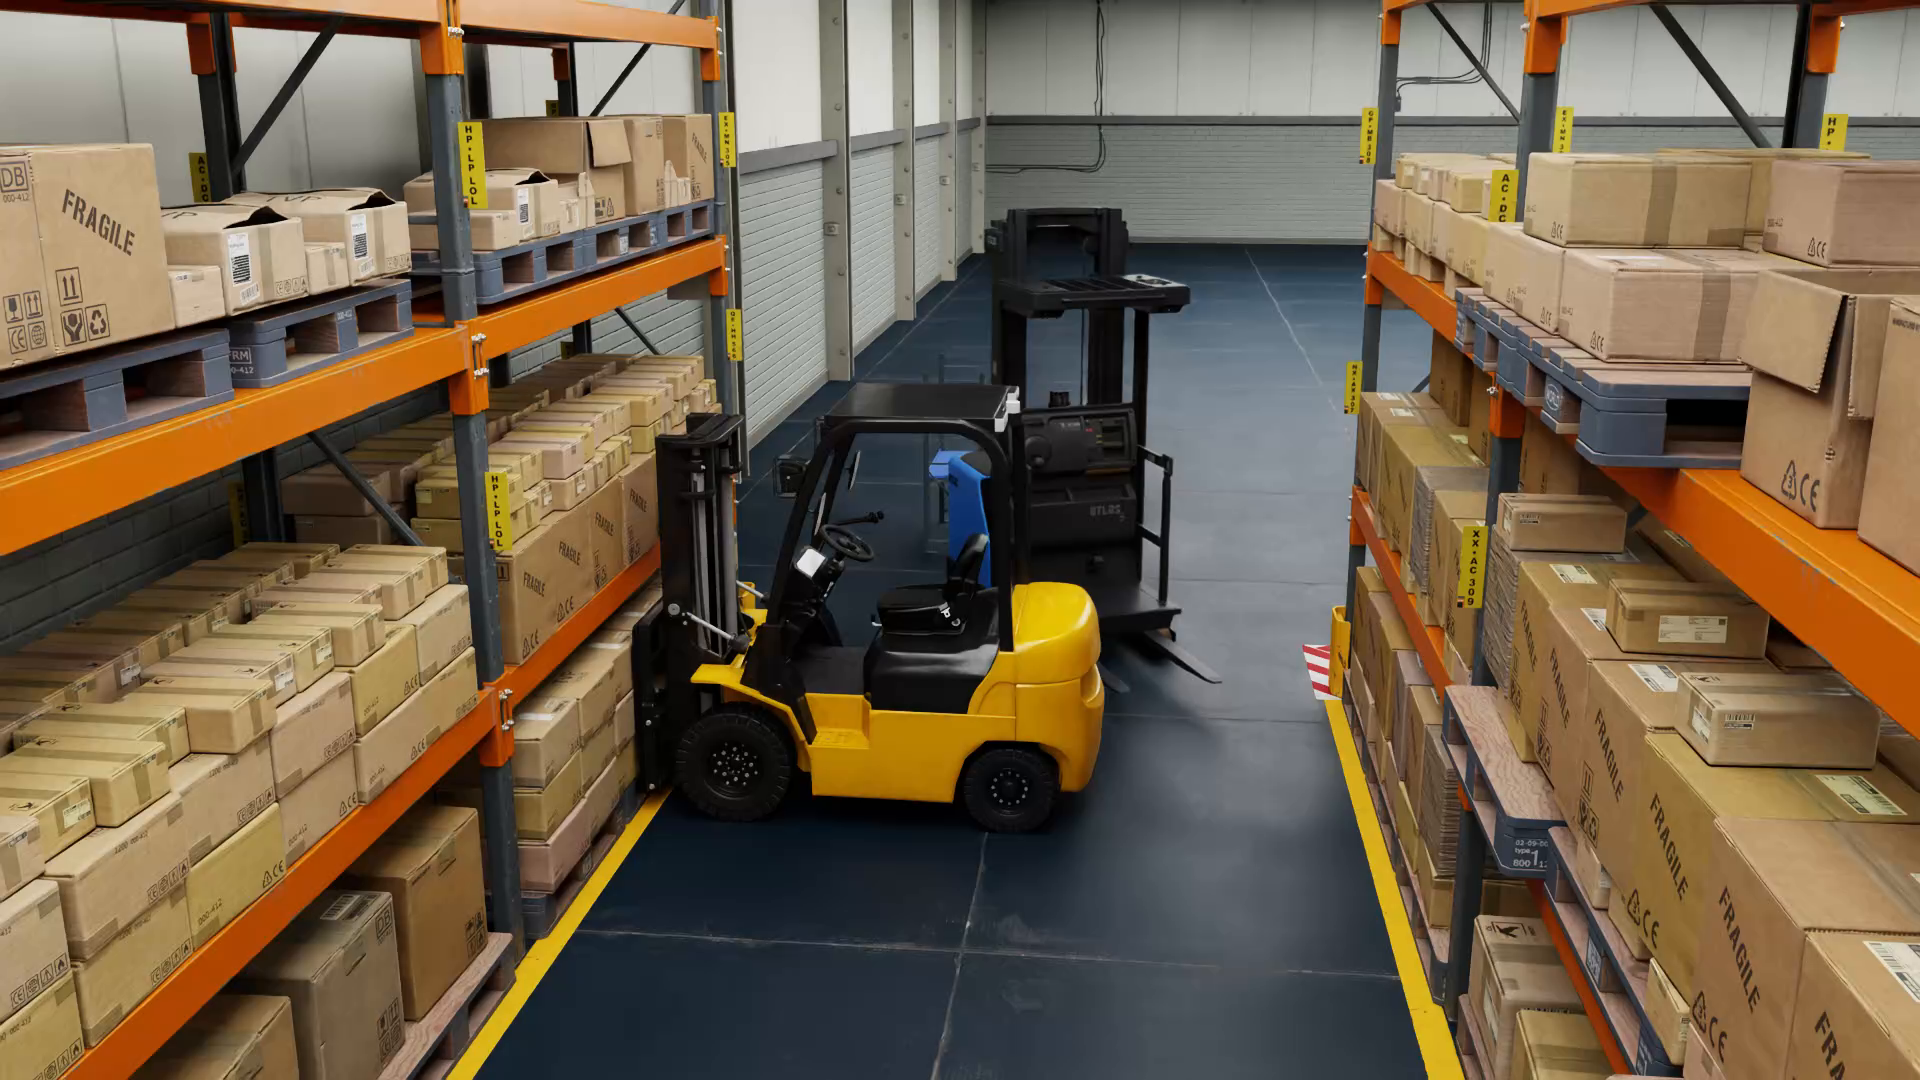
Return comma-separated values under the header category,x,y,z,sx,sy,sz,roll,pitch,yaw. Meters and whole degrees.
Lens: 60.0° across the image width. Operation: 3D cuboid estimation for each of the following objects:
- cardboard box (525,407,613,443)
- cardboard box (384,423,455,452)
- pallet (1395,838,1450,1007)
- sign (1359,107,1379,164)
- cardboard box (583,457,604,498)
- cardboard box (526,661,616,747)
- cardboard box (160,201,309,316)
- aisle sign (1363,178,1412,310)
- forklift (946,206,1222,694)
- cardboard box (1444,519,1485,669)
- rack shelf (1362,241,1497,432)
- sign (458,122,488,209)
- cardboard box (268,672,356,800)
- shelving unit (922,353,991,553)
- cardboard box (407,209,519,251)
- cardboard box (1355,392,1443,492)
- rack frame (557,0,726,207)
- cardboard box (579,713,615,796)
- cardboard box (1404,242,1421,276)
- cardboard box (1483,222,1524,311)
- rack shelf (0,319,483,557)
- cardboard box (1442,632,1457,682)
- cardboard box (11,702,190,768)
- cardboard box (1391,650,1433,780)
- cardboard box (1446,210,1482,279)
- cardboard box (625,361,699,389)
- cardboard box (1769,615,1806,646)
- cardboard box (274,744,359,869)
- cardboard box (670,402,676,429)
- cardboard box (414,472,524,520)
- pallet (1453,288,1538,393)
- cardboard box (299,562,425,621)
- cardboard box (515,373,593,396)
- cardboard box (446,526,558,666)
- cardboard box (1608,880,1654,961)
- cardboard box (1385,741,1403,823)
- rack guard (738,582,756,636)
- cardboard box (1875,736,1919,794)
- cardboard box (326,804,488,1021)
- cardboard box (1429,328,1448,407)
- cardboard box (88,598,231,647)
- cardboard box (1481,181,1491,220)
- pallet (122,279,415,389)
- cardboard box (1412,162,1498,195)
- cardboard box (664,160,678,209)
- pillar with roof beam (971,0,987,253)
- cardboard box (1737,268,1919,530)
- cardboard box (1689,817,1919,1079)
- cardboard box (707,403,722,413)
category,x,y,z,sx,sy,sz,roll,pitch,yaw
cardboard box,-2.017,-0.590,8.593,0.380,0.149,0.250,2,15,6
cardboard box,-2.588,-0.472,8.158,0.380,0.149,0.250,1,15,5
pallet,2.548,1.707,7.446,1.003,0.211,1.213,2,15,6
sign,2.420,-2.387,9.824,0.100,0.325,0.005,2,15,6
cardboard box,-1.966,-0.311,8.132,0.380,0.149,0.250,2,15,6
cardboard box,-1.991,0.784,8.064,0.500,0.250,0.500,2,15,6
cardboard box,-2.351,-0.871,5.066,0.500,0.311,0.500,1,15,4
aisle sign,2.658,-1.782,10.024,0.394,0.787,0.004,2,15,6
forklift,0.824,-0.688,11.090,1.130,2.935,3.031,-5,16,-17
cardboard box,2.310,0.221,6.835,0.500,0.500,0.500,1,15,5
rack shelf,2.733,-1.084,8.054,1.077,0.370,4.000,2,15,6
sign,-1.885,-1.445,6.421,0.100,0.325,0.005,2,15,6
cardboard box,-2.341,0.623,5.442,0.500,0.250,0.500,2,15,7
shelving unit,0.010,-0.746,14.048,0.538,1.500,1.048,2,15,6
cardboard box,-2.073,-1.295,6.942,0.380,0.149,0.250,2,15,7
cardboard box,2.630,-0.579,9.794,0.500,0.500,0.500,1,15,5
rack frame,-1.974,-3.543,10.024,1.000,3.000,0.127,2,15,6
cardboard box,-2.009,1.027,8.123,0.500,0.250,0.500,2,15,6
cardboard box,2.457,-1.417,8.389,0.380,0.149,0.250,2,15,7
cardboard box,2.043,-0.903,5.490,0.500,0.250,0.500,1,15,5
rack shelf,-2.651,-0.191,4.755,1.077,0.370,4.000,2,15,6
cardboard box,2.262,0.500,7.048,0.380,0.149,0.250,2,15,8
cardboard box,-2.479,0.587,4.809,0.380,0.149,0.250,2,15,6
cardboard box,2.420,0.873,8.214,0.500,0.500,0.500,3,15,9
cardboard box,2.346,-1.237,6.961,0.500,0.250,0.500,1,15,5
cardboard box,-1.802,-0.988,10.065,0.380,0.149,0.250,2,15,6
cardboard box,2.607,0.205,4.847,0.380,0.149,0.250,1,15,4
cardboard box,-2.360,0.860,5.523,0.500,0.250,0.500,2,15,7
cardboard box,-1.863,-0.713,9.620,0.380,0.149,0.250,2,15,6
cardboard box,-2.094,-0.188,7.108,0.380,0.149,0.250,2,15,7
pallet,2.332,-0.664,5.486,1.213,0.211,1.003,2,15,6
cardboard box,-2.254,0.192,6.272,0.380,0.149,0.250,1,15,5
cardboard box,-2.345,-0.871,9.634,0.380,0.149,0.250,2,15,7
cardboard box,-2.115,0.235,7.355,0.500,0.500,0.500,1,15,5
cardboard box,1.955,0.996,4.410,0.380,0.149,0.250,1,15,4
cardboard box,2.419,1.229,8.333,0.500,0.250,0.500,2,15,7
rack guard,-1.971,0.554,11.157,1.175,0.500,0.348,2,15,6
cardboard box,2.442,0.796,3.908,0.500,0.500,0.500,2,15,7
cardboard box,-2.473,1.470,6.724,0.875,0.625,0.625,2,15,9
cardboard box,3.118,-1.037,9.574,0.700,0.500,0.500,1,15,5
cardboard box,-2.797,0.314,5.821,0.380,0.149,0.250,2,15,6
cardboard box,2.279,-1.334,6.557,0.380,0.149,0.250,1,15,5
pallet,-2.512,-0.736,5.757,0.805,0.209,1.217,1,15,4
cardboard box,2.468,-1.803,8.290,0.380,0.149,0.250,2,15,8
cardboard box,-1.794,-1.991,9.295,0.396,0.266,0.258,2,15,6
pillar with roof beam,4.715,-11.043,37.761,9.100,9.000,0.400,2,15,6
cardboard box,2.200,-0.321,3.658,0.797,0.503,0.637,2,15,6
cardboard box,1.879,0.918,3.454,0.500,0.500,0.500,1,15,5
cardboard box,-1.768,-0.560,10.294,0.500,0.500,0.500,1,15,5
